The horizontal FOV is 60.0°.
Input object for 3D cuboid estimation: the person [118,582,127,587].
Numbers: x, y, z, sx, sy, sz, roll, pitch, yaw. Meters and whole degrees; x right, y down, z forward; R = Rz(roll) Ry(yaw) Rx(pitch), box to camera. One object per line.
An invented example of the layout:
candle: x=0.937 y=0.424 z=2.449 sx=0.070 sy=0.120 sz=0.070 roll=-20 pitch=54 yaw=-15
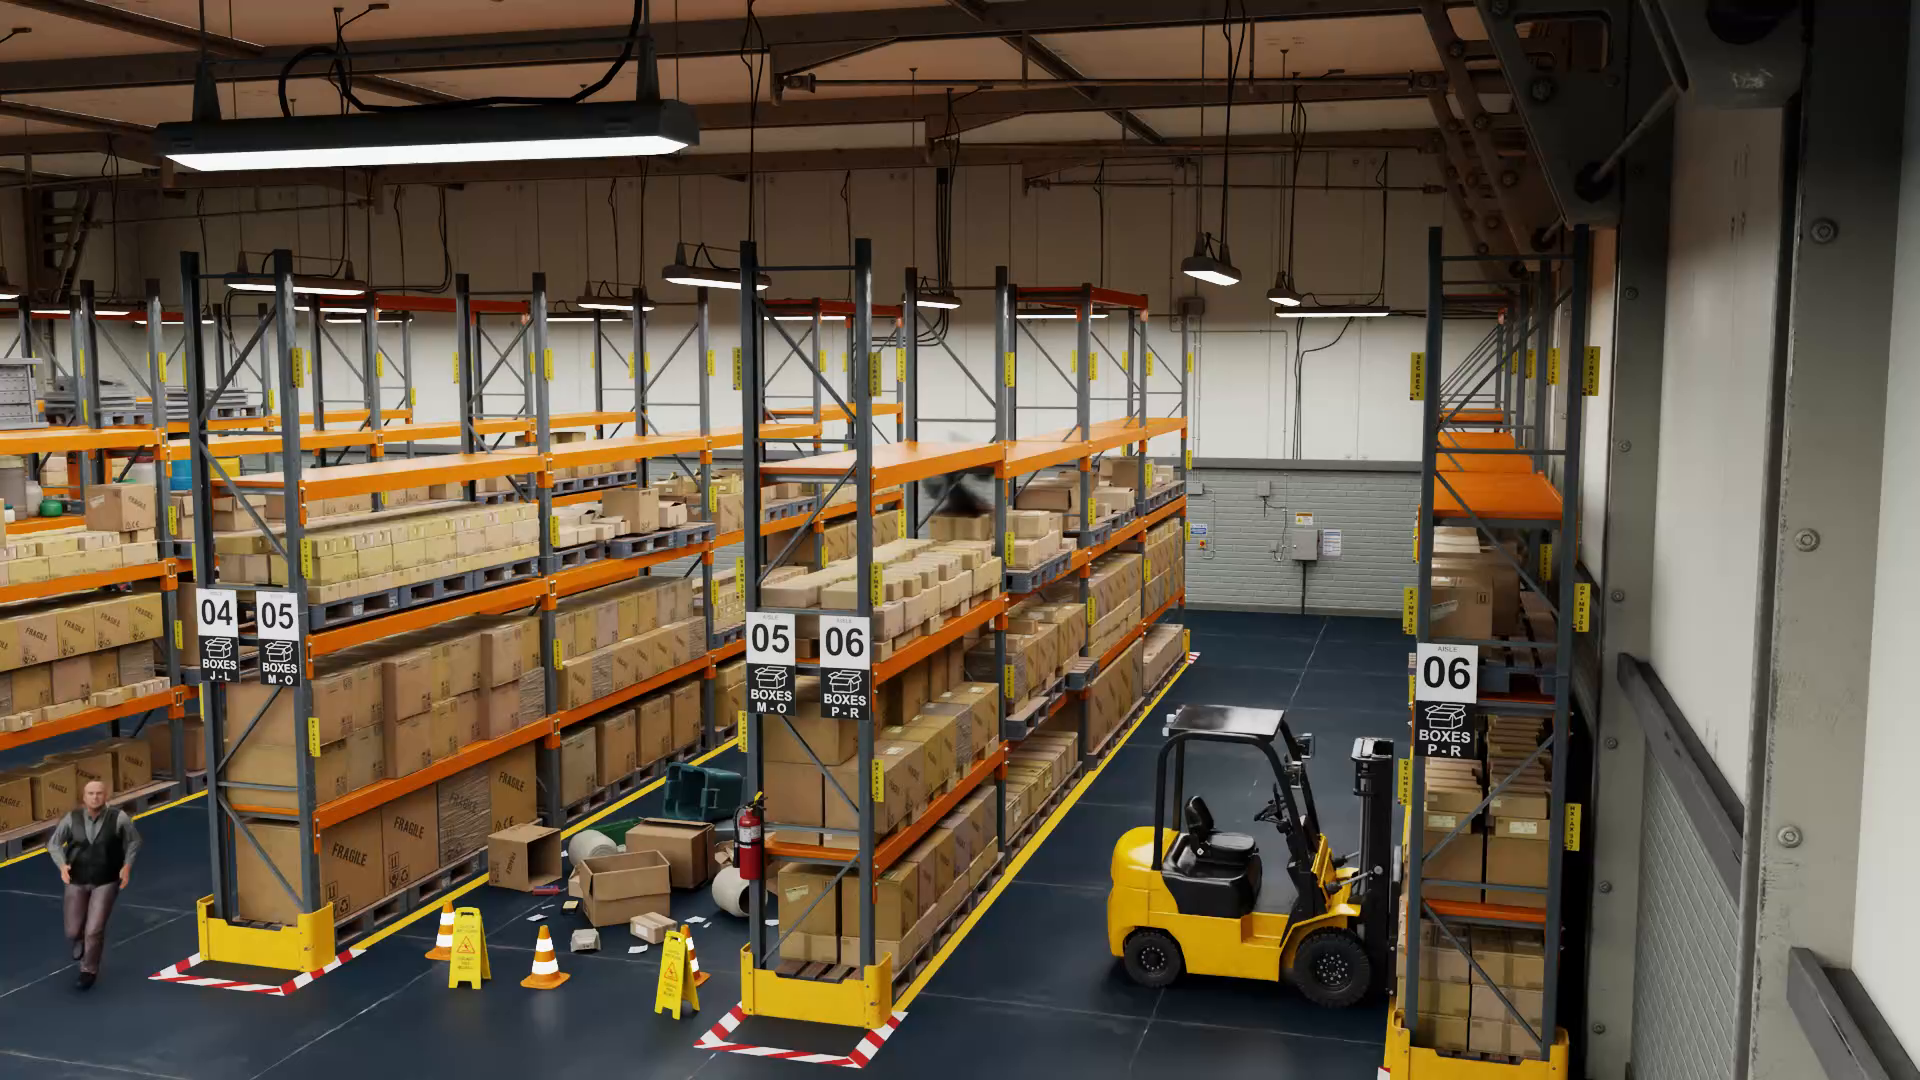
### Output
person: x=-14.743 y=1.102 z=29.597 sx=0.537 sy=1.545 sz=0.503 roll=1 pitch=6 yaw=5

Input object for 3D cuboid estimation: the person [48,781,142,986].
person: x=-7.153 y=2.811 z=13.781 sx=0.695 sy=1.677 sz=0.657 roll=-2 pitch=7 yaw=-18
